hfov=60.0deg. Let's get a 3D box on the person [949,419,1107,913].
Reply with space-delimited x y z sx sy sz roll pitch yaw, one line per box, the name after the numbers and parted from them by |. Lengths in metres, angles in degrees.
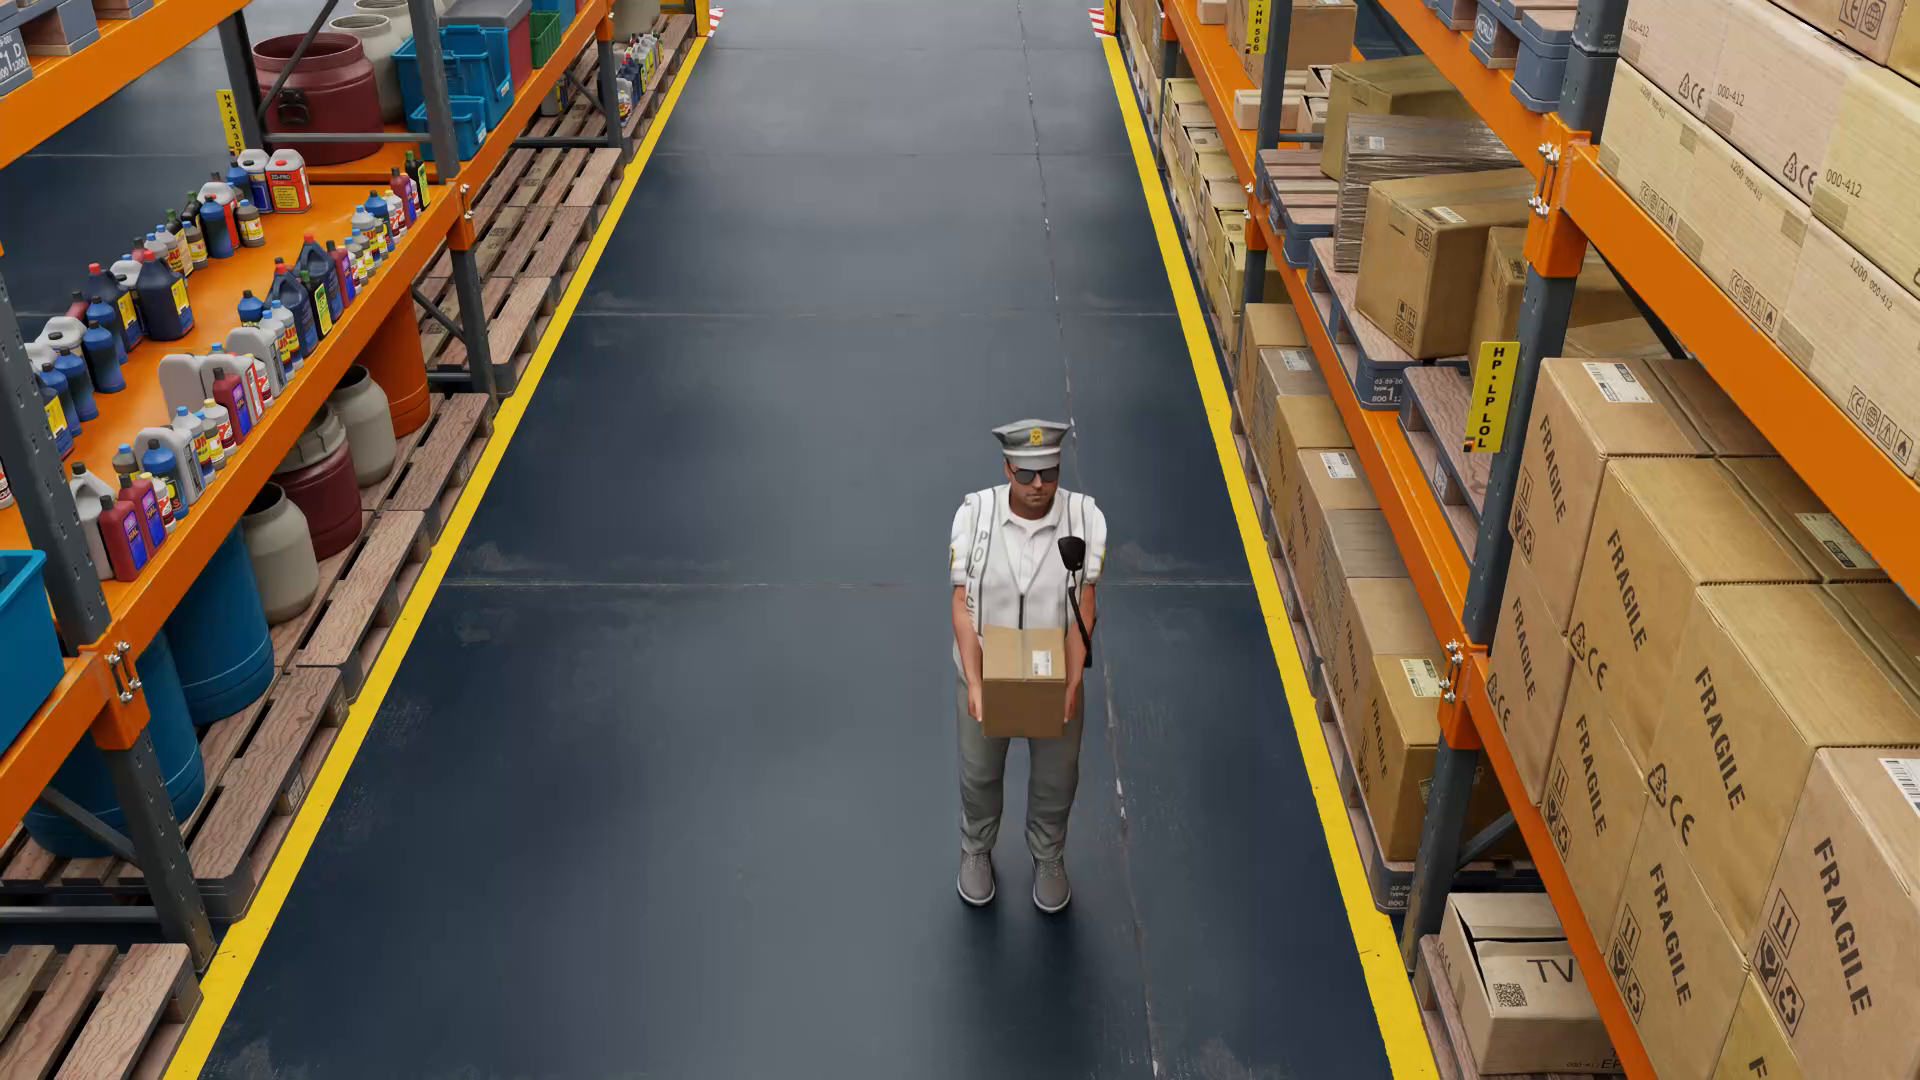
0.212 0.453 5.375 0.494 1.762 0.565 0 31 1 | person
